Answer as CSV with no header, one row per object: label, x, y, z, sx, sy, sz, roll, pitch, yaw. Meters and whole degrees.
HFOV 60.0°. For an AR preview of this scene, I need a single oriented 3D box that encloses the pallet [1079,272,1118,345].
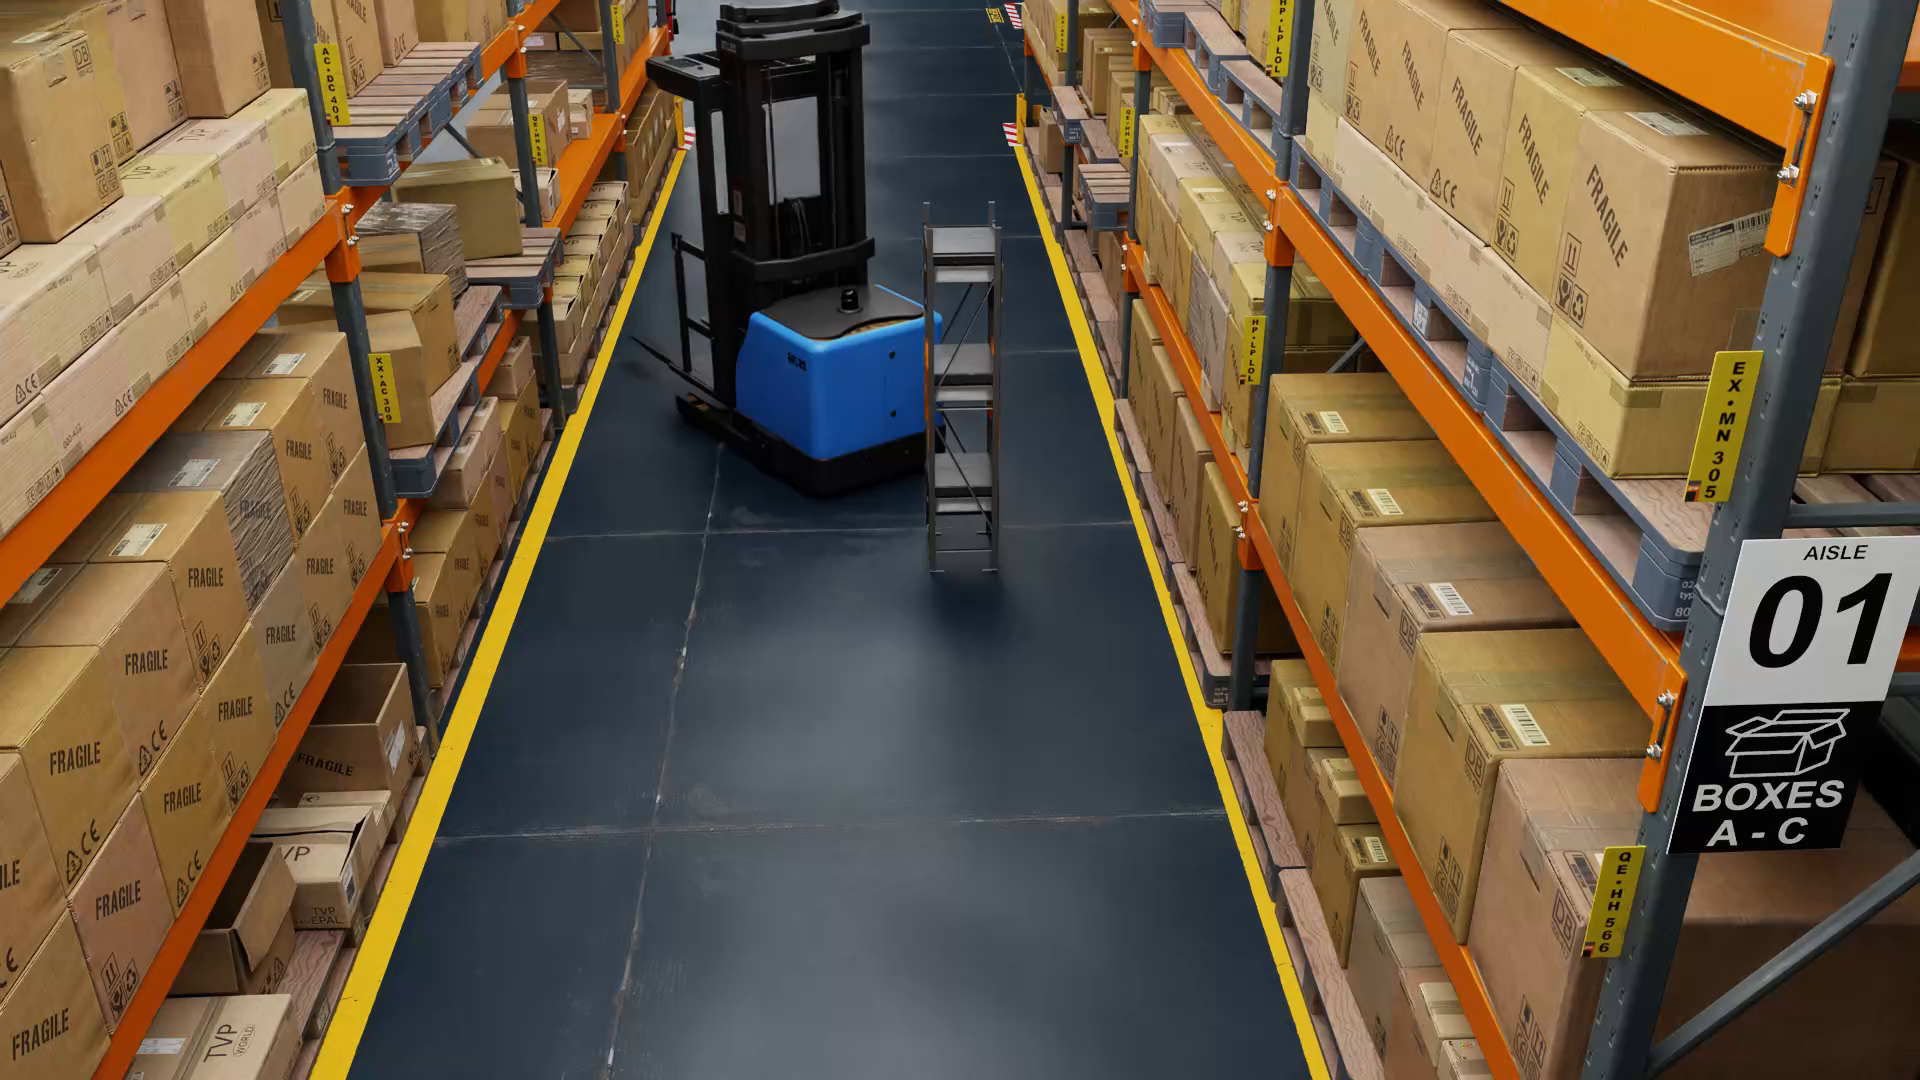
pallet,1.550,-1.923,13.710,1.003,0.211,1.213,-1,28,-3

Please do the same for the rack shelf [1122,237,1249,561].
rack shelf,1.754,-0.994,9.691,1.077,0.370,4.000,-1,28,-3

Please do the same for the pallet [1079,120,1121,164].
pallet,1.506,-3.065,13.090,1.003,0.211,1.213,-1,28,-3

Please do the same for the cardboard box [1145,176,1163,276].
cardboard box,1.438,-1.949,10.293,0.500,0.500,0.500,0,28,-1

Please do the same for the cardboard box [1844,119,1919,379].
cardboard box,2.271,-0.712,3.917,0.500,0.500,0.500,-2,28,-5

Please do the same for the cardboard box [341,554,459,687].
cardboard box,-2.870,0.416,8.437,0.500,0.500,0.500,-3,28,-5

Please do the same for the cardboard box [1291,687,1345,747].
cardboard box,1.631,0.755,7.106,0.380,0.149,0.250,0,28,-1

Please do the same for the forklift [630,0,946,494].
forklift,-1.372,-2.218,11.333,1.130,2.935,3.031,-19,33,-32

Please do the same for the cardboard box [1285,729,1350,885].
cardboard box,1.818,1.112,7.122,0.700,0.500,0.500,-2,28,-3

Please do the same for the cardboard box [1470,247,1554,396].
cardboard box,1.736,-0.609,4.529,0.500,0.250,0.500,-2,28,-5

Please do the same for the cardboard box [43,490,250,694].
cardboard box,-2.722,0.173,5.485,0.500,0.500,0.500,-2,28,-3

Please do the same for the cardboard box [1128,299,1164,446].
cardboard box,1.557,-1.127,11.038,0.750,0.750,0.750,-2,28,-3

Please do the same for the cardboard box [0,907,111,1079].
cardboard box,-2.639,1.323,4.361,0.500,0.500,0.500,-1,28,-2

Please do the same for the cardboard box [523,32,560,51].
cardboard box,-3.734,-4.415,14.662,0.380,0.149,0.250,-1,28,-3

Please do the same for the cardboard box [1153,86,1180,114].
cardboard box,1.570,-3.071,11.609,0.380,0.149,0.250,-6,28,-11

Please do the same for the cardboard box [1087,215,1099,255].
cardboard box,1.496,-2.831,14.662,0.700,0.500,0.500,0,28,-1

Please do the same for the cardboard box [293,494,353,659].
cardboard box,-2.777,0.150,6.611,0.500,0.500,0.500,-1,28,-1

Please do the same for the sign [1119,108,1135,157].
sign,1.108,-2.698,11.012,0.100,0.325,0.005,-1,28,-3

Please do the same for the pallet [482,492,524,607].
pallet,-3.235,0.029,9.967,1.003,0.211,1.213,-1,28,-3

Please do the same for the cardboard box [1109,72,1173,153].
cardboard box,1.528,-3.268,12.688,0.700,0.500,0.500,-1,28,-3

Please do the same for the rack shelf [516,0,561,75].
rack shelf,-3.401,-4.050,12.306,1.077,0.370,4.000,-1,28,-3

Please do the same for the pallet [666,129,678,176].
pallet,-3.633,-4.222,18.116,1.003,0.211,1.213,-1,28,-3

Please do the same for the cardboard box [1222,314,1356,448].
cardboard box,1.583,-0.782,8.054,0.500,0.500,0.500,-2,28,-3

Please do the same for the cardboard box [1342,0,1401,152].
cardboard box,1.649,-1.643,5.702,0.500,0.500,0.500,-2,28,-4

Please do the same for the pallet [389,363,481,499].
pallet,-3.021,-0.555,8.278,1.003,0.211,1.213,-1,28,-3

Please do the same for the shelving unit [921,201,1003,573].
shelving unit,0.009,-0.855,9.618,0.431,2.100,0.503,-1,28,-3

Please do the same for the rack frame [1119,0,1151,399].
rack frame,1.650,-2.237,11.295,1.000,3.000,0.127,-1,28,-3

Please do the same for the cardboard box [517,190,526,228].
cardboard box,-3.272,-2.245,11.407,0.500,0.311,0.500,0,28,1

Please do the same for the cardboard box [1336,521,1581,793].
cardboard box,1.951,0.401,5.913,0.980,0.700,0.700,-3,28,-5

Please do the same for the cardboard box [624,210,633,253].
cardboard box,-3.195,-2.745,14.789,0.500,0.250,0.500,-2,28,-3

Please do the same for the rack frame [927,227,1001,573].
rack frame,0.021,-0.742,9.402,0.400,2.100,0.015,-1,28,-3

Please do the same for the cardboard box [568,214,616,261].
cardboard box,-3.141,-2.528,13.766,0.500,0.311,0.500,-1,28,-3

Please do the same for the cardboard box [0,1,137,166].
cardboard box,-3.108,-1.397,5.252,0.700,0.500,0.500,-1,28,-3

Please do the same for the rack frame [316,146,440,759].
rack frame,-3.088,-0.268,7.521,1.000,3.000,0.127,-1,28,-3

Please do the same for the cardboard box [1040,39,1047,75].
cardboard box,1.054,-4.700,16.159,0.500,0.250,0.500,-2,28,-3

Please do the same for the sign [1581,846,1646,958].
sign,1.525,0.846,3.876,0.100,0.325,0.005,-1,28,-3

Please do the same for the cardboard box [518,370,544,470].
cardboard box,-3.014,-0.776,10.722,0.500,0.500,0.500,0,28,-1

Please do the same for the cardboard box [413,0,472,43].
cardboard box,-3.187,-2.814,9.049,0.910,0.500,0.500,-1,28,-3

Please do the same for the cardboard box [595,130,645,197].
cardboard box,-3.217,-3.484,15.395,0.500,0.500,0.500,-1,28,-3

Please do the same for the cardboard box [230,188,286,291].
cardboard box,-2.781,-1.082,6.000,0.500,0.250,0.500,-1,28,-3

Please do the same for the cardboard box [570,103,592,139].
cardboard box,-3.276,-3.502,13.865,0.396,0.266,0.258,-2,28,-4

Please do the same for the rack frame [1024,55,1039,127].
rack frame,1.232,-5.931,18.379,1.000,3.000,0.127,-1,28,-3

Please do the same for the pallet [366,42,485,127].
pallet,-3.109,-2.297,8.369,1.213,0.211,1.003,-1,28,-3

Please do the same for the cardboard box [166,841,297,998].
cardboard box,-2.985,1.511,6.333,0.797,0.503,0.637,-1,28,-3

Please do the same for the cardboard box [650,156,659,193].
cardboard box,-3.269,-3.613,16.454,0.500,0.250,0.500,-1,28,-3

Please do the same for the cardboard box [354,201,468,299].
cardboard box,-3.294,-1.631,9.571,0.700,0.500,0.500,4,28,7

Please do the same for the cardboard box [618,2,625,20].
cardboard box,-3.398,-5.019,15.819,0.380,0.149,0.250,-2,28,-4

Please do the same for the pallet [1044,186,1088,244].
pallet,1.371,-3.157,16.075,1.003,0.211,1.213,-1,28,-3

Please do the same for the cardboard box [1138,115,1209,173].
cardboard box,1.418,-2.525,10.586,0.500,0.250,0.500,-1,28,-1

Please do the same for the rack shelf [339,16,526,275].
rack shelf,-3.192,-2.203,8.764,1.077,0.370,4.000,-1,28,-3

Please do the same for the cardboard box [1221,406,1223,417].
cardboard box,1.553,-0.673,8.547,0.380,0.149,0.250,-1,28,-1

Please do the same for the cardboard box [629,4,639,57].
cardboard box,-3.651,-5.167,16.804,0.700,0.500,0.500,-1,28,-2

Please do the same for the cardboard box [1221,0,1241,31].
cardboard box,1.829,-3.084,9.093,0.700,0.500,0.500,0,28,0

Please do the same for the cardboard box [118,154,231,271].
cardboard box,-2.745,-1.073,5.442,0.500,0.250,0.500,-1,28,-3

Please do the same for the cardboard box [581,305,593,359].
cardboard box,-3.058,-1.564,12.524,0.500,0.250,0.500,-2,28,-4

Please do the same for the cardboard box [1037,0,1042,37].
cardboard box,1.032,-5.273,16.446,0.500,0.500,0.500,-1,28,-1

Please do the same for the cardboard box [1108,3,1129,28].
cardboard box,1.625,-4.581,15.119,0.500,0.500,0.500,-2,28,-4

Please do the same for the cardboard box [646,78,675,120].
cardboard box,-3.389,-4.869,18.050,0.500,0.500,0.500,-1,28,-3

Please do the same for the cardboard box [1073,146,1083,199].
cardboard box,1.347,-3.649,16.230,0.500,0.500,0.500,-3,28,-7
